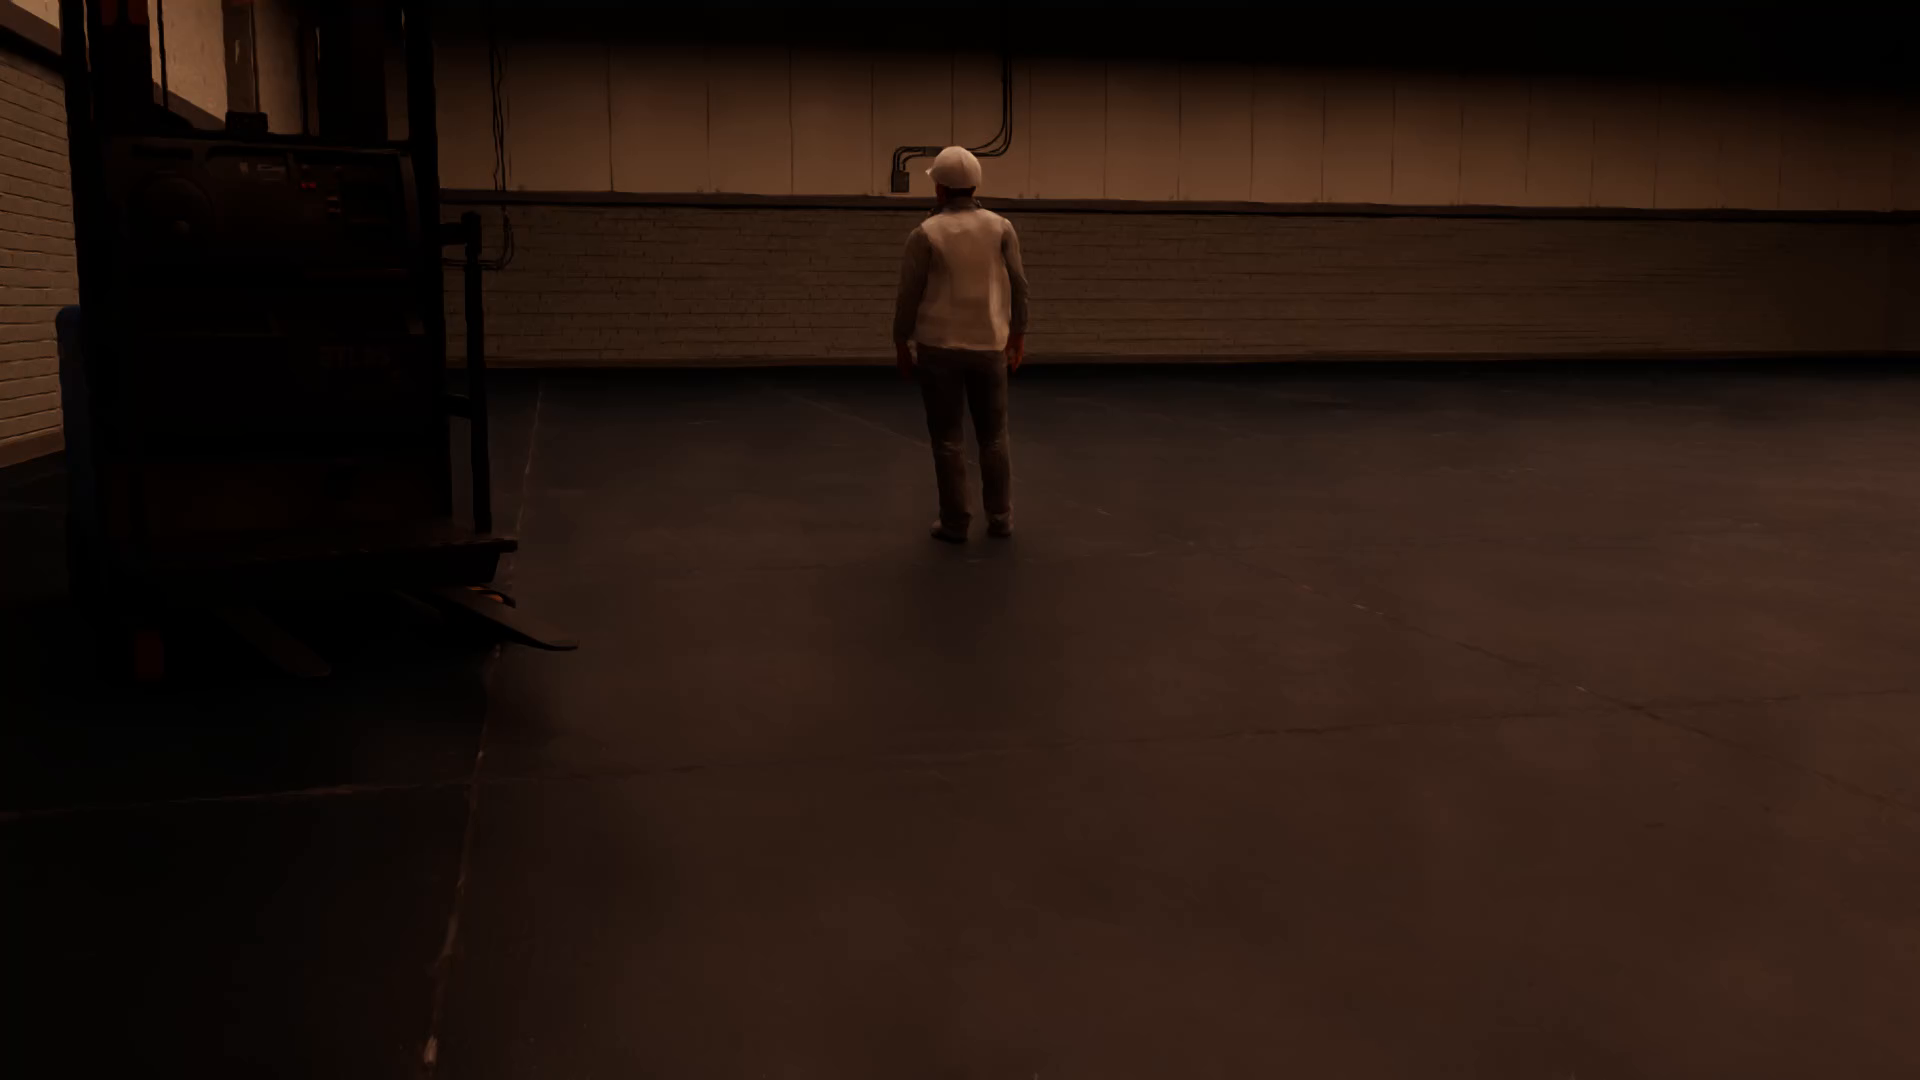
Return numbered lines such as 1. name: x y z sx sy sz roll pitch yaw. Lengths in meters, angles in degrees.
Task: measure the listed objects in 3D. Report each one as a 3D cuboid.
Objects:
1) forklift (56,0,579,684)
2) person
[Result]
1. forklift: -2.078 -1.113 5.091 1.130 2.935 3.031 -5 10 -33
2. person: -0.007 -0.894 7.645 0.632 1.773 0.567 -2 8 -13
